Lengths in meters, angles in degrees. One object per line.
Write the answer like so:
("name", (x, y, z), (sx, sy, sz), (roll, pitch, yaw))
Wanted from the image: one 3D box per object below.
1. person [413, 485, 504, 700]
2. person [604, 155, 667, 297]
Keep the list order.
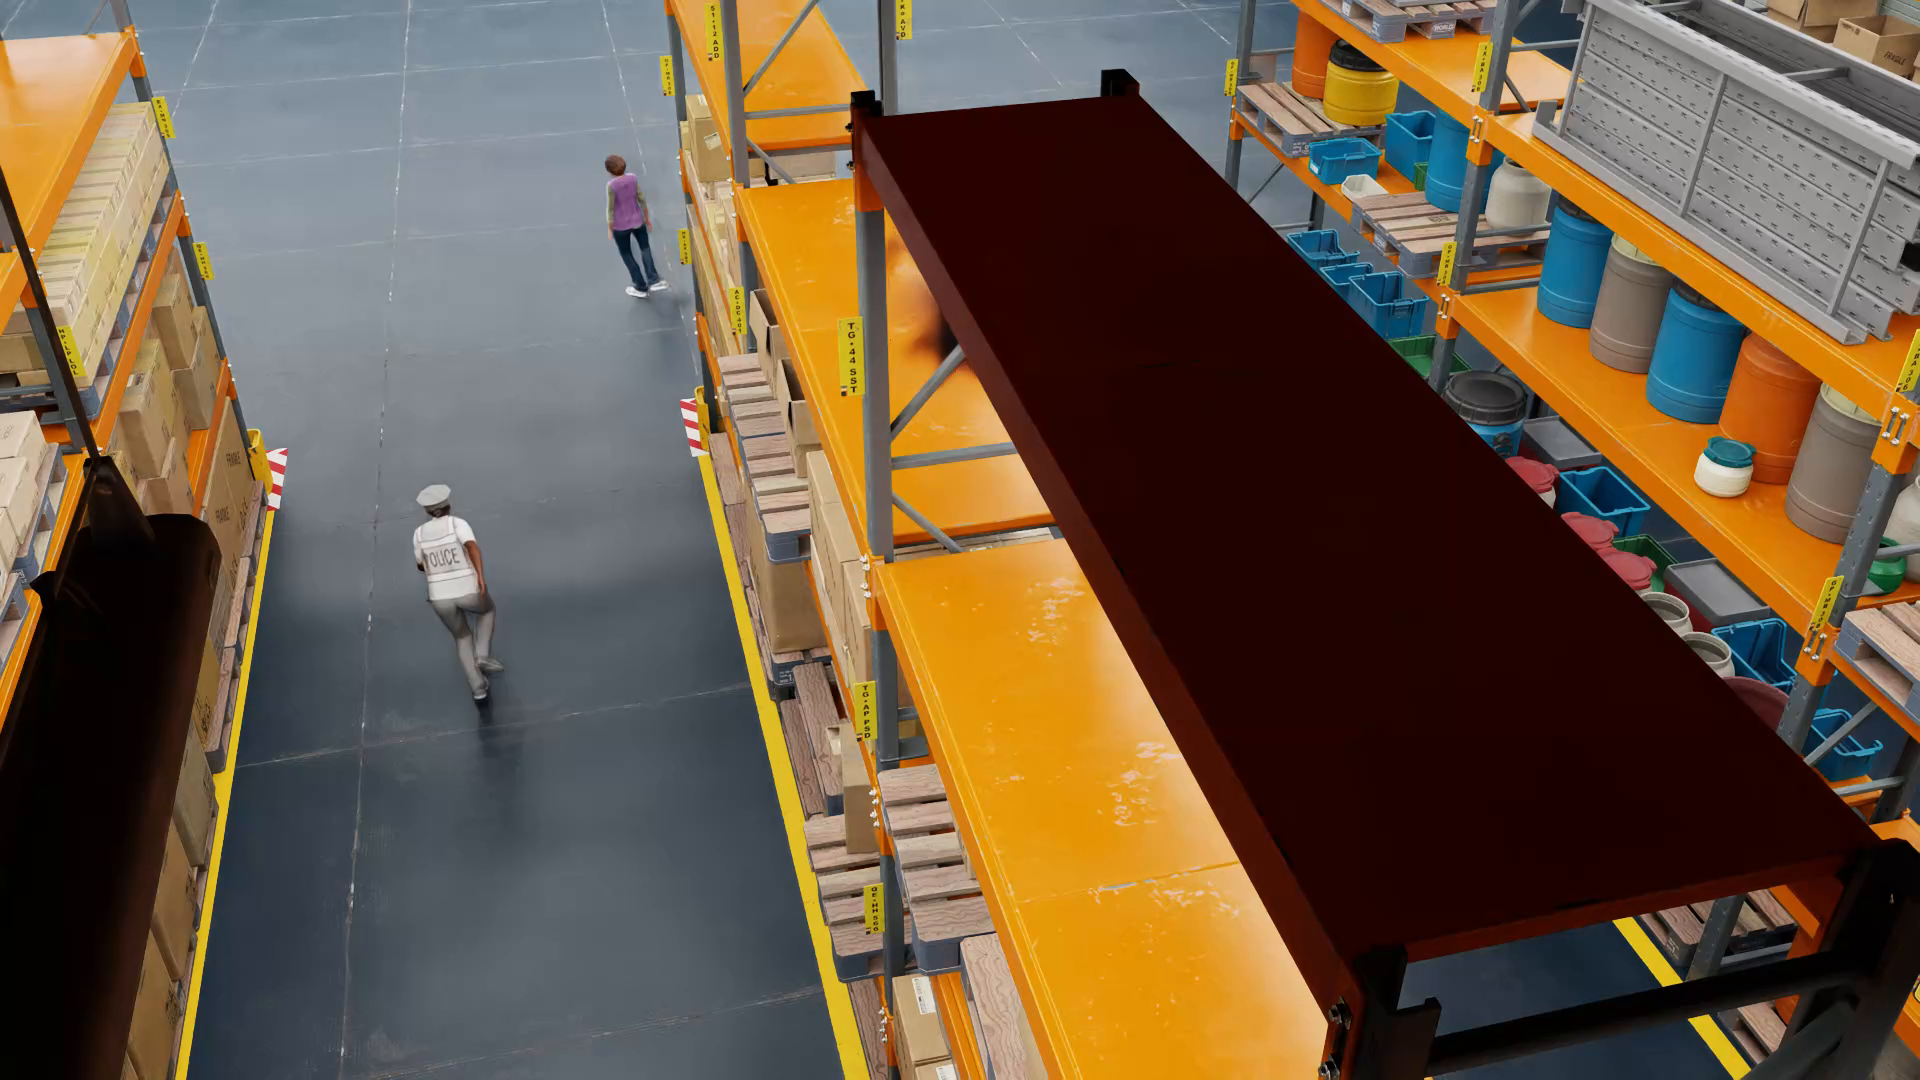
("person", (-3.708, 0.380, 12.265), (0.555, 1.421, 0.978), (-5, 35, -8))
("person", (-3.440, -3.306, 17.523), (0.537, 1.583, 0.419), (-26, 42, -32))
